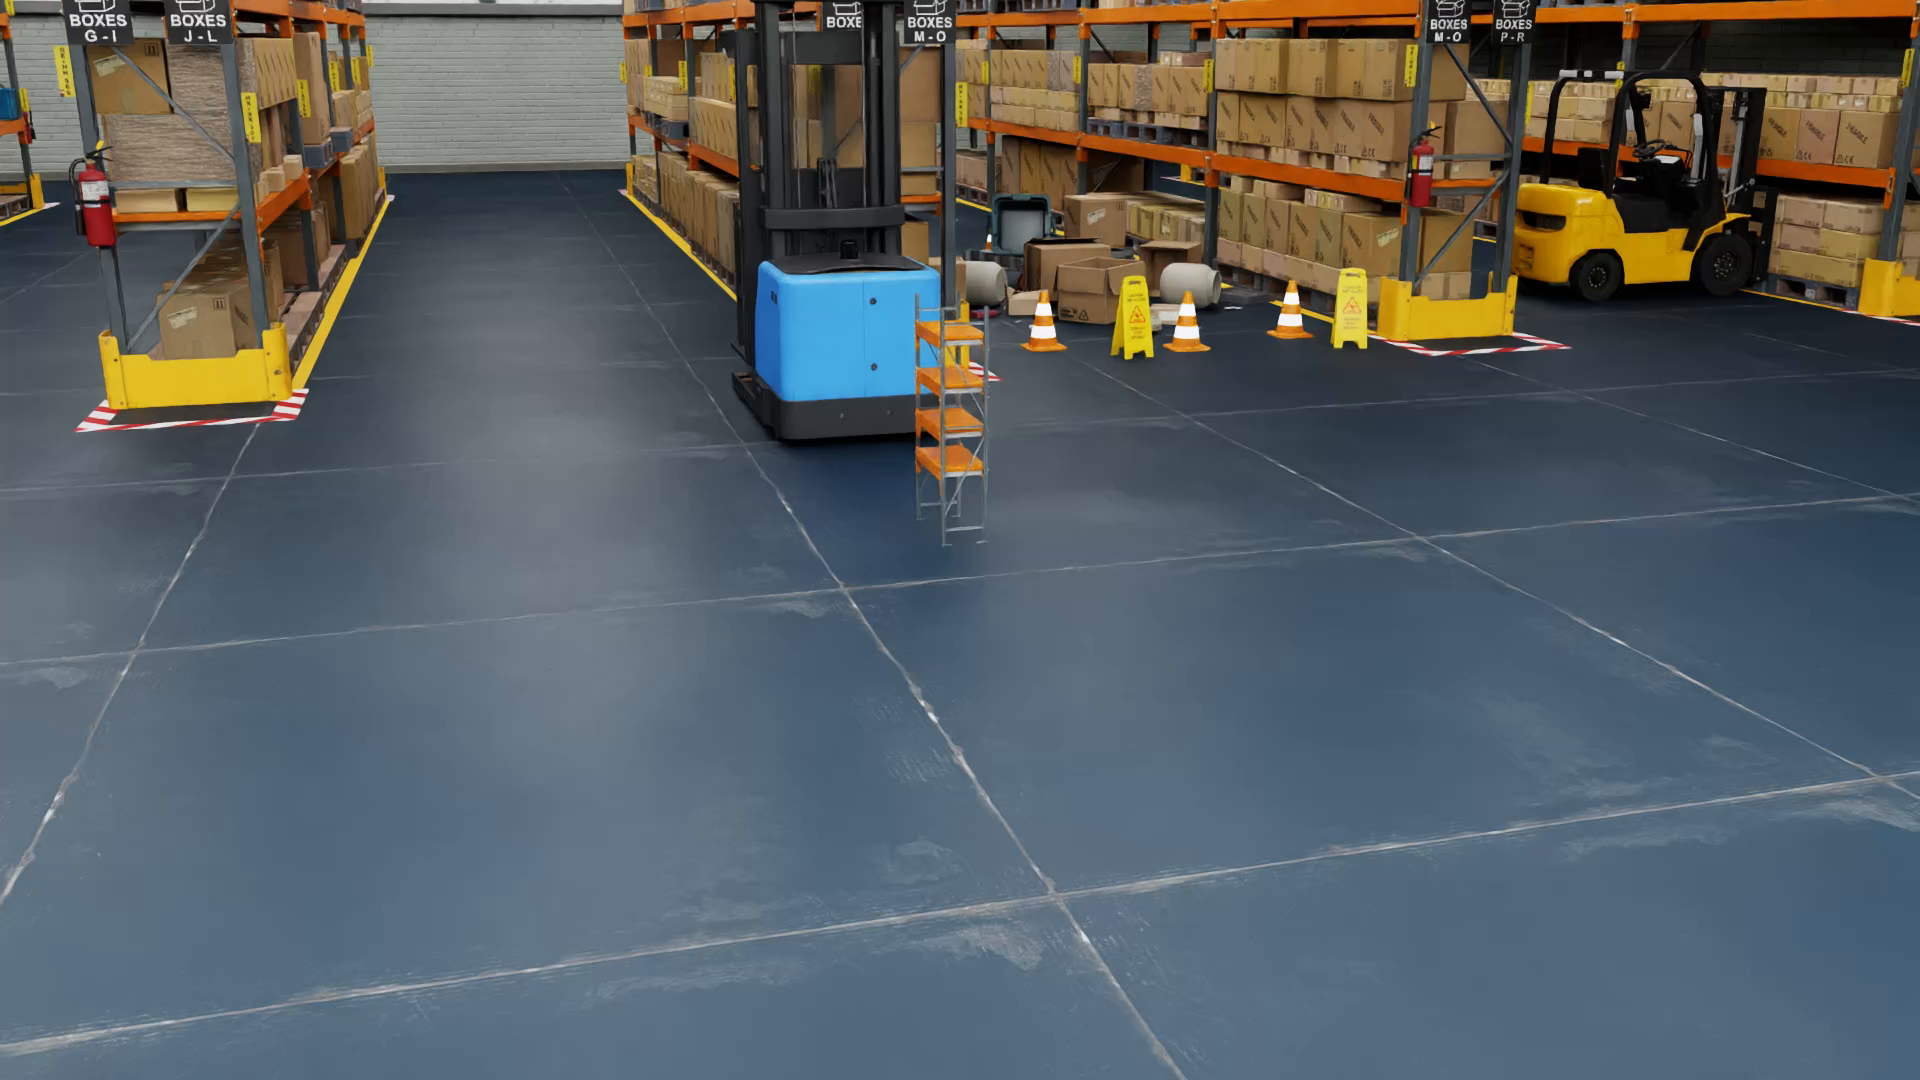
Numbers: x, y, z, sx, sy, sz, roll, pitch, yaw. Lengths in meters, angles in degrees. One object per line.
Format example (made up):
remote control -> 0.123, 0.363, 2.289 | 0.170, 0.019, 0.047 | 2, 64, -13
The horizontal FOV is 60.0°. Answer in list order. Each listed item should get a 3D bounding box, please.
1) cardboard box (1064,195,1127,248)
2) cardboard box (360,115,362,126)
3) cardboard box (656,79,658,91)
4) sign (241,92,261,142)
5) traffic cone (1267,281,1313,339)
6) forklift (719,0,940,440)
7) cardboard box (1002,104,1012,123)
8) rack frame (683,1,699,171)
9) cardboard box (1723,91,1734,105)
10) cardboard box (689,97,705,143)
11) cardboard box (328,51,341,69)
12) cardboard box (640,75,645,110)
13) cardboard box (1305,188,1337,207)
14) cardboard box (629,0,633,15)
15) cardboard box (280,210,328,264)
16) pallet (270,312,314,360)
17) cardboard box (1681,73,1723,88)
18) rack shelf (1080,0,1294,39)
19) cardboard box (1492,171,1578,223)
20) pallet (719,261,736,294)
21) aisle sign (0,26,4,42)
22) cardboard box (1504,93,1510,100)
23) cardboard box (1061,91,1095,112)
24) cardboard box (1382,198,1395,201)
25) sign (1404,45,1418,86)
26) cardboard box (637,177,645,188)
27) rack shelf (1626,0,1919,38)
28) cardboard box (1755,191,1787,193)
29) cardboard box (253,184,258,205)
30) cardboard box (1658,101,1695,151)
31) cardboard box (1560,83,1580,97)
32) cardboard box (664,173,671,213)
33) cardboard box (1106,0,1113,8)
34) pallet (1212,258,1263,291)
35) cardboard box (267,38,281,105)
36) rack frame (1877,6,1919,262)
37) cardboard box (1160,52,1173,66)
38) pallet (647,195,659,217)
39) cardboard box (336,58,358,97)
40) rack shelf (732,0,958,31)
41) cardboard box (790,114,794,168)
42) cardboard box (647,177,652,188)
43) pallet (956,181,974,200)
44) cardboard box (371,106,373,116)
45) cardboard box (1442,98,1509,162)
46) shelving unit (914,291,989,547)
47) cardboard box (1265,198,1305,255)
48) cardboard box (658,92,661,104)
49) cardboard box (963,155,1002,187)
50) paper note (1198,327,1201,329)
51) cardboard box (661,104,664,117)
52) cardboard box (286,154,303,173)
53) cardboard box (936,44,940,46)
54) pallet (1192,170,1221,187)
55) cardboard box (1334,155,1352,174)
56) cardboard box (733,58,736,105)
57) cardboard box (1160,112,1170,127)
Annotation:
cardboard box -> 1.401, -3.310, 17.286 | 0.500, 0.500, 0.500 | -5, 17, -15
cardboard box -> -8.456, -5.783, 22.928 | 0.380, 0.149, 0.250 | -5, 18, -17
cardboard box -> -3.726, -5.876, 21.471 | 0.380, 0.149, 0.250 | -4, 17, -14
sign -> -4.803, -2.861, 11.258 | 0.100, 0.325, 0.005 | -5, 17, -15
traffic cone -> 2.845, -1.989, 14.270 | 0.336, 0.463, 0.334 | -5, 17, -15
forklift -> -1.003, -2.408, 11.372 | 1.130, 2.935, 3.031 | -5, 17, -15
cardboard box -> 0.916, -6.149, 23.969 | 0.500, 0.250, 0.500 | -5, 17, -17
rack frame -> -2.727, -4.981, 19.819 | 1.000, 3.000, 0.127 | -5, 17, -15
cardboard box -> 8.035, -4.580, 17.185 | 0.380, 0.149, 0.250 | -5, 18, -17
cardboard box -> -2.863, -4.883, 19.320 | 0.500, 0.500, 0.500 | -5, 17, -15
cardboard box -> -8.439, -6.075, 21.545 | 0.797, 0.503, 0.637 | -5, 17, -17
cardboard box -> -4.372, -6.533, 24.295 | 0.500, 0.500, 0.500 | -5, 17, -17
cardboard box -> 3.430, -3.181, 15.447 | 0.380, 0.149, 0.250 | -4, 17, -13
cardboard box -> -4.753, -8.126, 25.338 | 0.500, 0.250, 0.500 | -5, 18, -17
cardboard box -> -6.993, -3.138, 17.264 | 0.700, 0.500, 0.500 | -3, 17, -11
pallet -> -5.867, -1.654, 13.590 | 1.003, 0.211, 1.213 | -5, 17, -15
cardboard box -> 7.888, -4.862, 17.606 | 0.380, 0.149, 0.250 | -4, 17, -14
rack shelf -> 2.555, -5.939, 19.045 | 1.077, 0.370, 4.000 | -5, 17, -15
cardboard box -> 7.307, -4.317, 21.009 | 0.875, 0.625, 0.625 | -5, 18, -18
pallet -> -1.912, -2.746, 17.228 | 1.003, 0.211, 1.213 | -5, 17, -15
aisle sign -> -14.222, -7.726, 24.439 | 0.394, 0.787, 0.004 | -5, 17, -15
cardboard box -> 7.091, -5.395, 20.590 | 0.500, 0.250, 0.500 | -4, 17, -14
cardboard box -> 1.628, -5.681, 21.544 | 0.500, 0.250, 0.500 | -5, 17, -15
cardboard box -> 6.326, -5.037, 23.621 | 0.500, 0.500, 0.500 | -5, 17, -16
sign -> 3.664, -3.855, 13.509 | 0.100, 0.325, 0.005 | -5, 17, -15
cardboard box -> -4.899, -5.646, 26.258 | 0.380, 0.149, 0.250 | -4, 17, -15
rack shelf -> 8.425, -5.226, 16.672 | 1.077, 0.370, 4.000 | -5, 17, -15
cardboard box -> 8.122, -3.467, 17.091 | 0.500, 0.250, 0.500 | -5, 17, -16
cardboard box -> -5.224, -2.452, 11.837 | 0.380, 0.149, 0.250 | -5, 17, -15
cardboard box -> 7.906, -4.449, 17.875 | 0.500, 0.500, 0.500 | -4, 17, -14
cardboard box -> 7.264, -5.327, 19.669 | 0.380, 0.149, 0.250 | -5, 18, -17
cardboard box -> -3.731, -4.720, 22.565 | 0.500, 0.500, 0.500 | -4, 17, -13
cardboard box -> 1.998, -6.601, 20.233 | 0.396, 0.266, 0.258 | -5, 17, -15
pallet -> 3.323, -2.775, 17.324 | 1.003, 0.211, 1.213 | -5, 17, -15
cardboard box -> -5.627, -3.661, 12.998 | 0.500, 0.500, 0.500 | -5, 17, -15
rack frame -> 8.975, -3.581, 15.158 | 1.000, 3.000, 0.127 | -5, 17, -15
cardboard box -> 2.460, -5.369, 18.564 | 0.380, 0.149, 0.250 | -5, 18, -18
pallet -> -4.045, -4.935, 24.513 | 1.003, 0.211, 1.213 | -5, 17, -15
cardboard box -> -8.508, -6.305, 22.669 | 0.500, 0.500, 0.500 | -5, 17, -15
rack shelf -> -1.078, -4.413, 13.966 | 1.077, 0.370, 4.000 | -5, 17, -15
cardboard box -> -1.064, -3.397, 14.287 | 0.875, 0.550, 0.500 | -5, 17, -15
cardboard box -> -4.395, -5.274, 24.504 | 0.380, 0.149, 0.250 | -5, 18, -17
pallet -> 0.433, -5.726, 27.146 | 1.003, 0.211, 1.213 | -5, 17, -15
cardboard box -> -9.308, -6.637, 25.768 | 0.380, 0.149, 0.250 | -4, 17, -14
cardboard box -> 4.340, -3.530, 14.300 | 0.500, 0.500, 0.500 | -5, 17, -16
shelving unit -> -0.045, -0.620, 8.432 | 0.258, 1.200, 0.503 | -5, 17, -15
cardboard box -> 3.306, -3.062, 16.177 | 0.500, 0.500, 0.500 | -4, 17, -12
cardboard box -> -3.657, -5.661, 21.274 | 0.380, 0.149, 0.250 | -4, 17, -14
cardboard box -> 0.590, -5.910, 26.637 | 0.875, 0.438, 0.875 | -5, 17, -17
paper note -> 2.030, -1.869, 14.622 | 0.148, 0.019, 0.142 | -12, 20, -34
cardboard box -> -3.582, -5.445, 21.072 | 0.380, 0.149, 0.250 | -5, 18, -18
cardboard box -> -6.082, -3.354, 14.839 | 0.380, 0.149, 0.250 | -5, 17, -15
cardboard box -> -0.171, -8.111, 27.201 | 0.380, 0.149, 0.250 | -5, 18, -17
pallet -> 4.819, -6.429, 29.489 | 1.003, 0.211, 1.213 | -5, 17, -15
cardboard box -> 3.569, -3.356, 14.847 | 0.380, 0.149, 0.250 | -4, 17, -14
cardboard box -> -1.913, -4.680, 16.906 | 0.700, 0.500, 0.500 | -5, 17, -16
cardboard box -> 2.463, -4.708, 18.618 | 0.380, 0.149, 0.250 | -5, 17, -15
